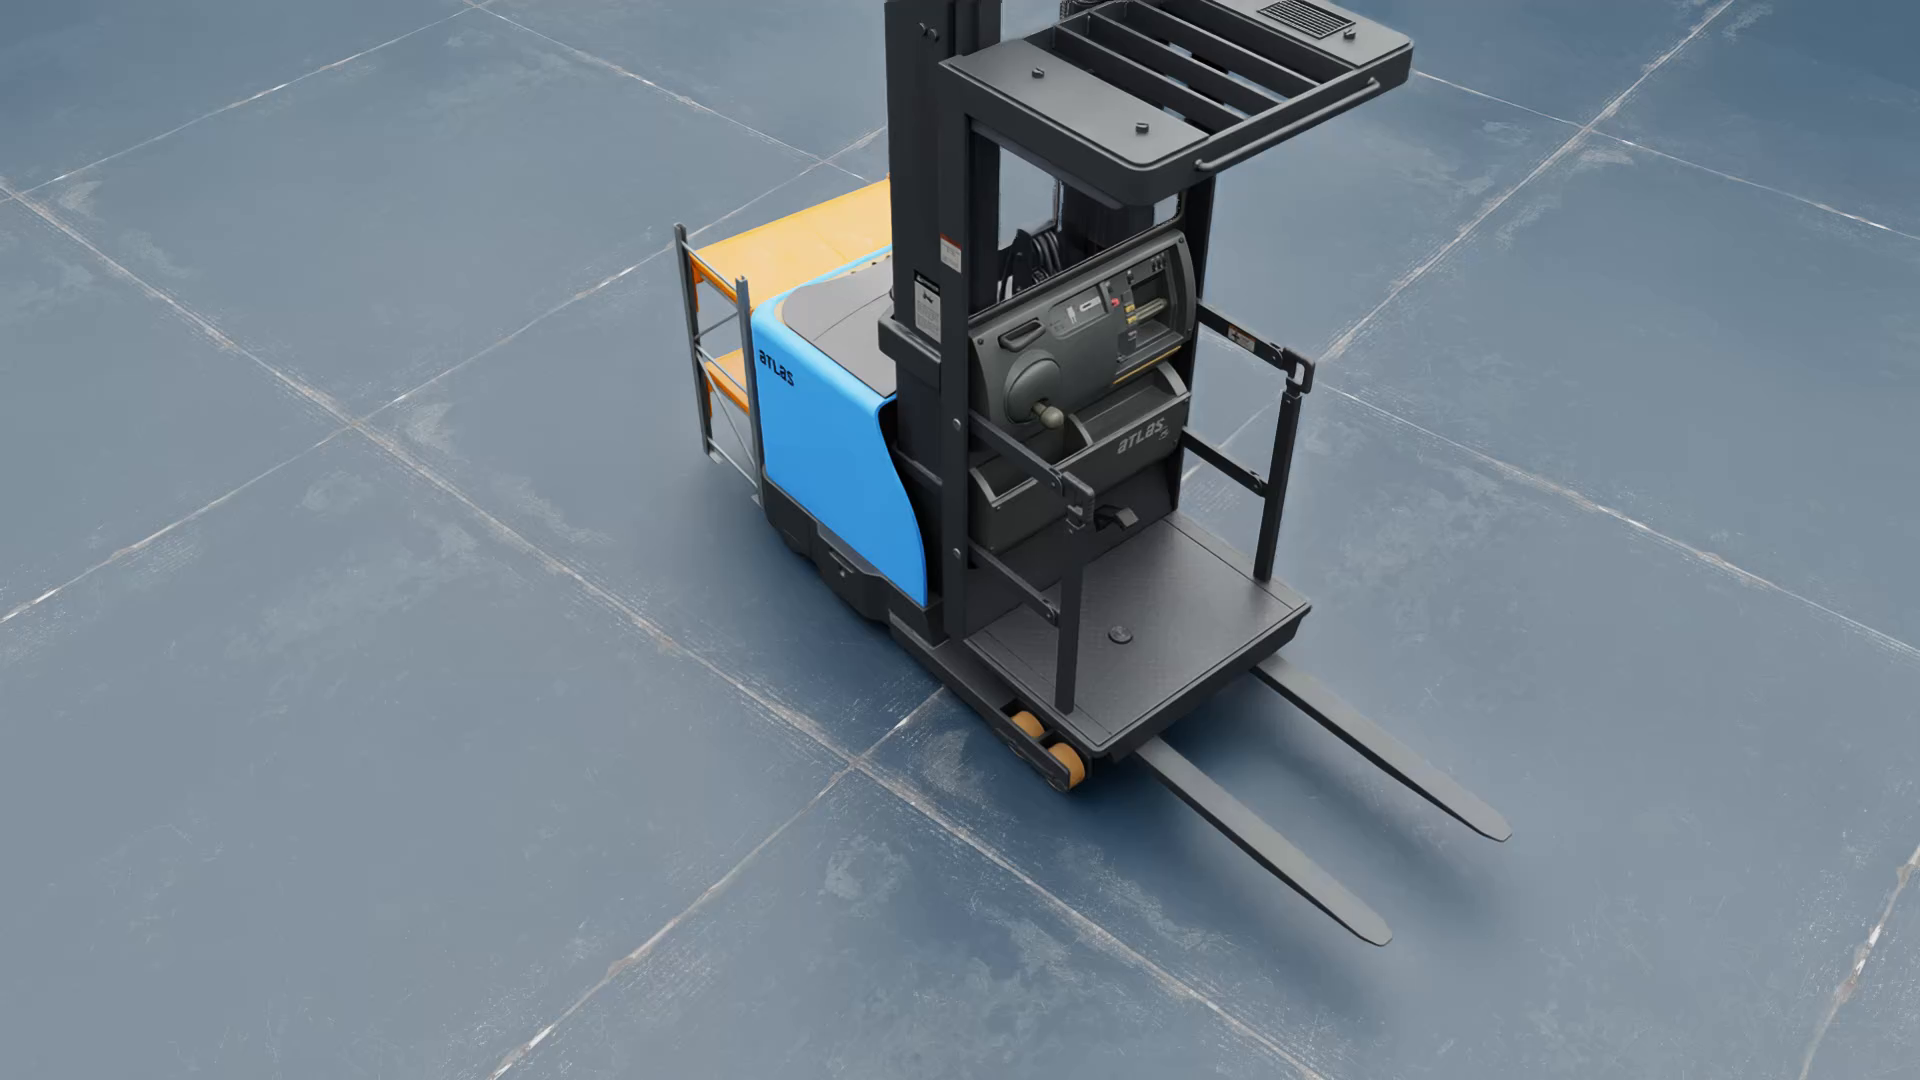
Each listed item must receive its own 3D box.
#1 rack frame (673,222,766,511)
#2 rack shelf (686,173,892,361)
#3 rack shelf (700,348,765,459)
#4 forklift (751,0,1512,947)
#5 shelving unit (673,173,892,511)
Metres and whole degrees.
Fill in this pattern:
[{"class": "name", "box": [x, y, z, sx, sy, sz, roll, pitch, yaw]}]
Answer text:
[{"class": "rack frame", "box": [-0.945, -0.674, 6.655, 0.032, 1.125, 0.500, -27, 49, -26]}, {"class": "rack shelf", "box": [-0.539, -1.096, 6.684, 1.000, 0.278, 0.538, -27, 49, -26]}, {"class": "rack shelf", "box": [-0.539, -0.699, 7.046, 1.000, 0.278, 0.538, -27, 49, -26]}, {"class": "forklift", "box": [0.553, -0.601, 5.232, 1.130, 2.935, 3.031, -30, 50, -29]}, {"class": "shelving unit", "box": [-0.539, -0.880, 6.881, 1.048, 1.125, 0.538, -27, 49, -26]}]
